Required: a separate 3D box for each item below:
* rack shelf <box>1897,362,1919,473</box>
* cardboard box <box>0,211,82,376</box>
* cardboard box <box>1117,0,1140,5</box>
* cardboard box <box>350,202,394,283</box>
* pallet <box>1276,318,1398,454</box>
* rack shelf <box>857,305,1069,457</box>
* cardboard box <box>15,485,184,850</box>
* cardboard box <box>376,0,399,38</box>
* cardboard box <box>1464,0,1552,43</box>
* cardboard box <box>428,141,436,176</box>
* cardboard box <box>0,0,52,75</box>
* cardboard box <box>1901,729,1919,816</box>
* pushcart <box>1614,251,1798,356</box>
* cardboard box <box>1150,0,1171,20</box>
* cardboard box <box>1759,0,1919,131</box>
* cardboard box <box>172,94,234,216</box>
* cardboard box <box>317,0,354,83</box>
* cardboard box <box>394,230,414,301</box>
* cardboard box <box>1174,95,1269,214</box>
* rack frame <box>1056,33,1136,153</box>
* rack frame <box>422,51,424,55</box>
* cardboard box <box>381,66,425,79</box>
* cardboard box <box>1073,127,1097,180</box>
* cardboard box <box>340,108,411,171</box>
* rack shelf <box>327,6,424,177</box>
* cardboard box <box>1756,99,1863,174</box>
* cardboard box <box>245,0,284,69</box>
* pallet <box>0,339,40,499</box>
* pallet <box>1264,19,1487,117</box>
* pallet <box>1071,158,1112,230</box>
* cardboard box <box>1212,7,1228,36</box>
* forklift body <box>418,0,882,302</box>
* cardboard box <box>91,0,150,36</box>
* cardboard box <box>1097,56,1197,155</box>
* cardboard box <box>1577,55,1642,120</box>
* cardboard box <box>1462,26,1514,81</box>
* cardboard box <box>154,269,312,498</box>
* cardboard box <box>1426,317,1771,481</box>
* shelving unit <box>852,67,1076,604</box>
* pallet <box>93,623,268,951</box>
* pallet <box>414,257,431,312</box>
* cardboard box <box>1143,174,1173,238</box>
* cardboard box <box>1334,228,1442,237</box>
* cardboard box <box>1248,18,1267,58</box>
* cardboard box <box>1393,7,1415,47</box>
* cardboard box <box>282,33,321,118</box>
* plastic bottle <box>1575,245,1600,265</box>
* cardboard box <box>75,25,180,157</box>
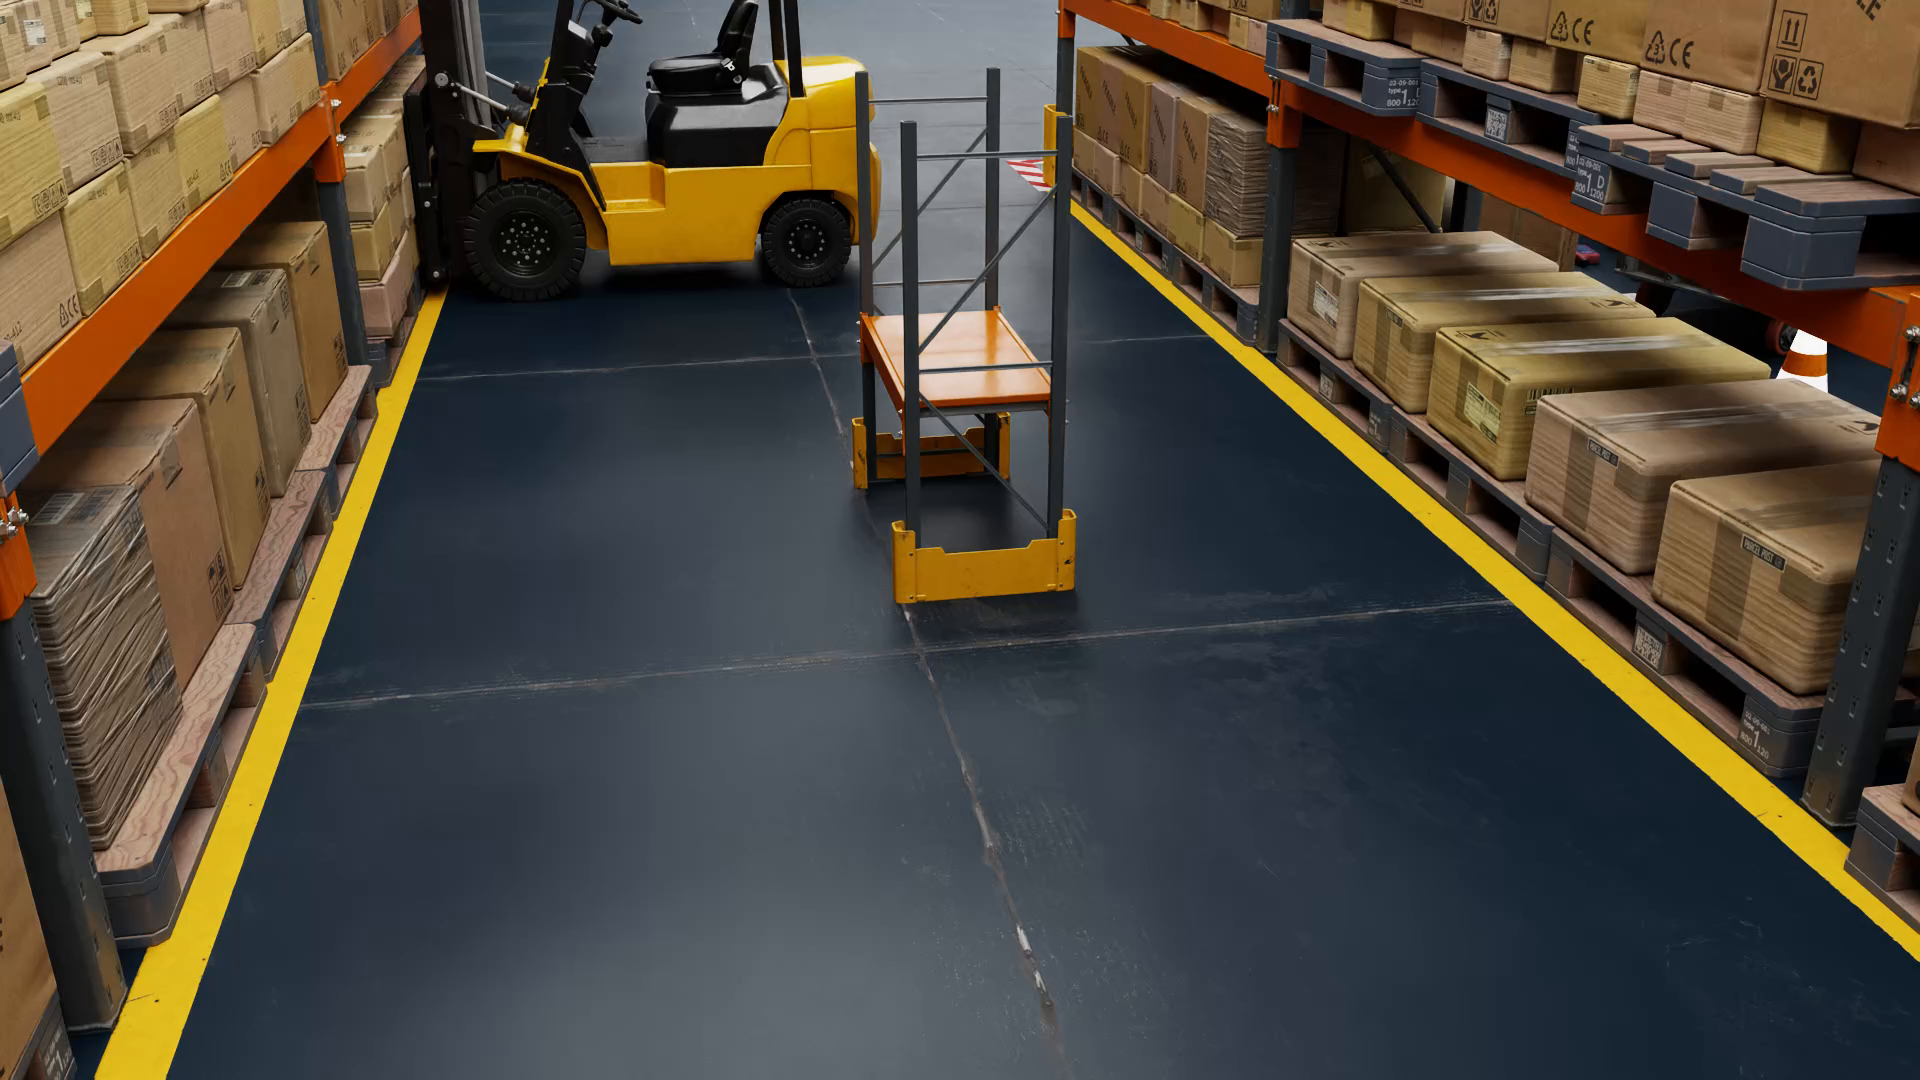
[{"bbox_3d":[2.998,0.400,1.986,1.077,0.370,4.000,-4,24,-10],"label":"rack shelf"},{"bbox_3d":[-2.091,-0.472,3.270,0.500,0.250,0.500,-4,24,-10],"label":"cardboard box"},{"bbox_3d":[1.121,-3.188,9.616,0.380,0.149,0.250,-4,24,-8],"label":"cardboard box"},{"bbox_3d":[-2.775,-1.296,7.256,0.500,0.250,0.500,-4,24,-10],"label":"cardboard box"},{"bbox_3d":[2.034,-0.706,7.103,1.003,0.211,1.213,-4,24,-10],"label":"pallet"},{"bbox_3d":[-0.016,-0.556,5.599,0.538,0.185,1.000,-4,24,-10],"label":"rack shelf"},{"bbox_3d":[-2.351,0.301,3.754,0.875,0.625,0.625,-4,24,-8],"label":"cardboard box"},{"bbox_3d":[-3.093,-2.763,8.204,0.500,0.500,0.500,-4,24,-9],"label":"cardboard box"},{"bbox_3d":[1.970,-1.865,5.252,0.500,0.500,0.500,-5,24,-12],"label":"cardboard box"},{"bbox_3d":[-3.133,-2.088,9.070,0.500,0.250,0.500,-5,24,-11],"label":"cardboard box"},{"bbox_3d":[-2.142,-1.042,3.453,0.380,0.149,0.250,-4,24,-8],"label":"cardboard box"},{"bbox_3d":[2.675,0.342,3.349,0.875,0.875,0.875,-5,24,-10],"label":"cardboard box"},{"bbox_3d":[4.120,-1.277,8.202,1.648,0.377,0.936,-13,27,-28],"label":"pushcart"},{"bbox_3d":[1.238,-2.880,8.910,0.380,0.149,0.250,-4,24,-9],"label":"cardboard box"},{"bbox_3d":[2.271,-1.250,3.842,0.500,0.500,0.500,-5,24,-11],"label":"cardboard box"},{"bbox_3d":[-2.375,-1.076,4.654,0.500,0.250,0.500,-4,24,-8],"label":"cardboard box"},{"bbox_3d":[-2.814,-2.161,6.825,0.500,0.500,0.500,-5,24,-11],"label":"cardboard box"},{"bbox_3d":[-2.862,-1.267,7.814,0.500,0.250,0.500,-5,24,-11],"label":"cardboard box"},{"bbox_3d":[1.420,-1.979,8.507,0.500,0.500,0.500,-4,24,-9],"label":"cardboard box"},{"bbox_3d":[1.149,-3.864,10.848,1.000,3.000,0.127,-4,24,-10],"label":"rack frame"},{"bbox_3d":[-3.728,-3.495,10.004,1.000,3.000,0.127,-4,24,-10],"label":"rack frame"},{"bbox_3d":[-3.236,-2.527,9.449,0.500,0.250,0.500,-4,24,-9],"label":"cardboard box"},{"bbox_3d":[1.027,-2.458,10.541,0.500,0.250,0.500,-5,24,-10],"label":"cardboard box"},{"bbox_3d":[-2.958,-1.922,8.065,0.500,0.250,0.500,-3,24,-8],"label":"cardboard box"},{"bbox_3d":[-3.358,-2.378,8.347,1.077,0.370,4.000,-4,24,-10],"label":"rack shelf"},{"bbox_3d":[2.216,-1.006,4.094,0.380,0.149,0.250,-4,24,-9],"label":"cardboard box"},{"bbox_3d":[-2.544,-1.706,5.470,0.500,0.250,0.500,-5,24,-11],"label":"cardboard box"},{"bbox_3d":[-2.055,0.001,2.239,1.213,0.211,1.003,-4,24,-10],"label":"pallet"},{"bbox_3d":[1.887,-1.891,6.571,1.003,0.211,1.213,-4,24,-10],"label":"pallet"},{"bbox_3d":[1.279,-2.234,10.600,1.003,0.211,1.213,-4,24,-10],"label":"pallet"},{"bbox_3d":[1.473,-2.584,8.232,0.380,0.149,0.250,-5,24,-10],"label":"cardboard box"},{"bbox_3d":[-1.585,-2.495,8.775,2.313,2.155,1.214,-4,24,-10],"label":"forklift body"},{"bbox_3d":[-2.267,-1.345,4.147,0.380,0.149,0.250,-4,24,-9],"label":"cardboard box"},{"bbox_3d":[1.133,-2.587,9.900,0.500,0.500,0.500,-5,24,-12],"label":"cardboard box"},{"bbox_3d":[2.022,-1.308,4.787,0.380,0.149,0.250,-4,24,-9],"label":"cardboard box"},{"bbox_3d":[1.894,-1.612,5.482,0.380,0.149,0.250,-3,24,-8],"label":"cardboard box"},{"bbox_3d":[-2.745,-0.515,5.625,0.875,0.625,0.625,-5,24,-10],"label":"cardboard box"},{"bbox_3d":[2.255,-0.516,5.943,0.950,0.372,0.625,-4,24,-8],"label":"cardboard box"},{"bbox_3d":[-0.014,-0.717,5.518,0.587,1.500,1.083,-4,24,-10],"label":"shelving unit"},{"bbox_3d":[-2.363,0.603,4.105,1.003,0.211,1.213,-4,24,-10],"label":"pallet"},{"bbox_3d":[-3.323,-1.440,8.784,1.003,0.211,1.213,-4,24,-10],"label":"pallet"},{"bbox_3d":[1.318,-1.844,9.136,0.500,0.250,0.500,-4,24,-9],"label":"cardboard box"},{"bbox_3d":[2.045,-1.475,8.289,0.500,0.250,0.500,-5,24,-12],"label":"cardboard box"},{"bbox_3d":[1.530,-2.279,7.534,0.380,0.149,0.250,-5,24,-10],"label":"cardboard box"},{"bbox_3d":[1.846,-1.922,6.192,0.380,0.149,0.250,-3,24,-6],"label":"cardboard box"},{"bbox_3d":[-2.638,-1.674,6.022,0.500,0.250,0.500,-4,24,-9],"label":"cardboard box"},{"bbox_3d":[3.493,-1.590,9.314,0.133,0.061,0.283,0,24,-1],"label":"plastic bottle"},{"bbox_3d":[-2.261,-1.105,4.096,0.500,0.250,0.500,-5,24,-11],"label":"cardboard box"}]
